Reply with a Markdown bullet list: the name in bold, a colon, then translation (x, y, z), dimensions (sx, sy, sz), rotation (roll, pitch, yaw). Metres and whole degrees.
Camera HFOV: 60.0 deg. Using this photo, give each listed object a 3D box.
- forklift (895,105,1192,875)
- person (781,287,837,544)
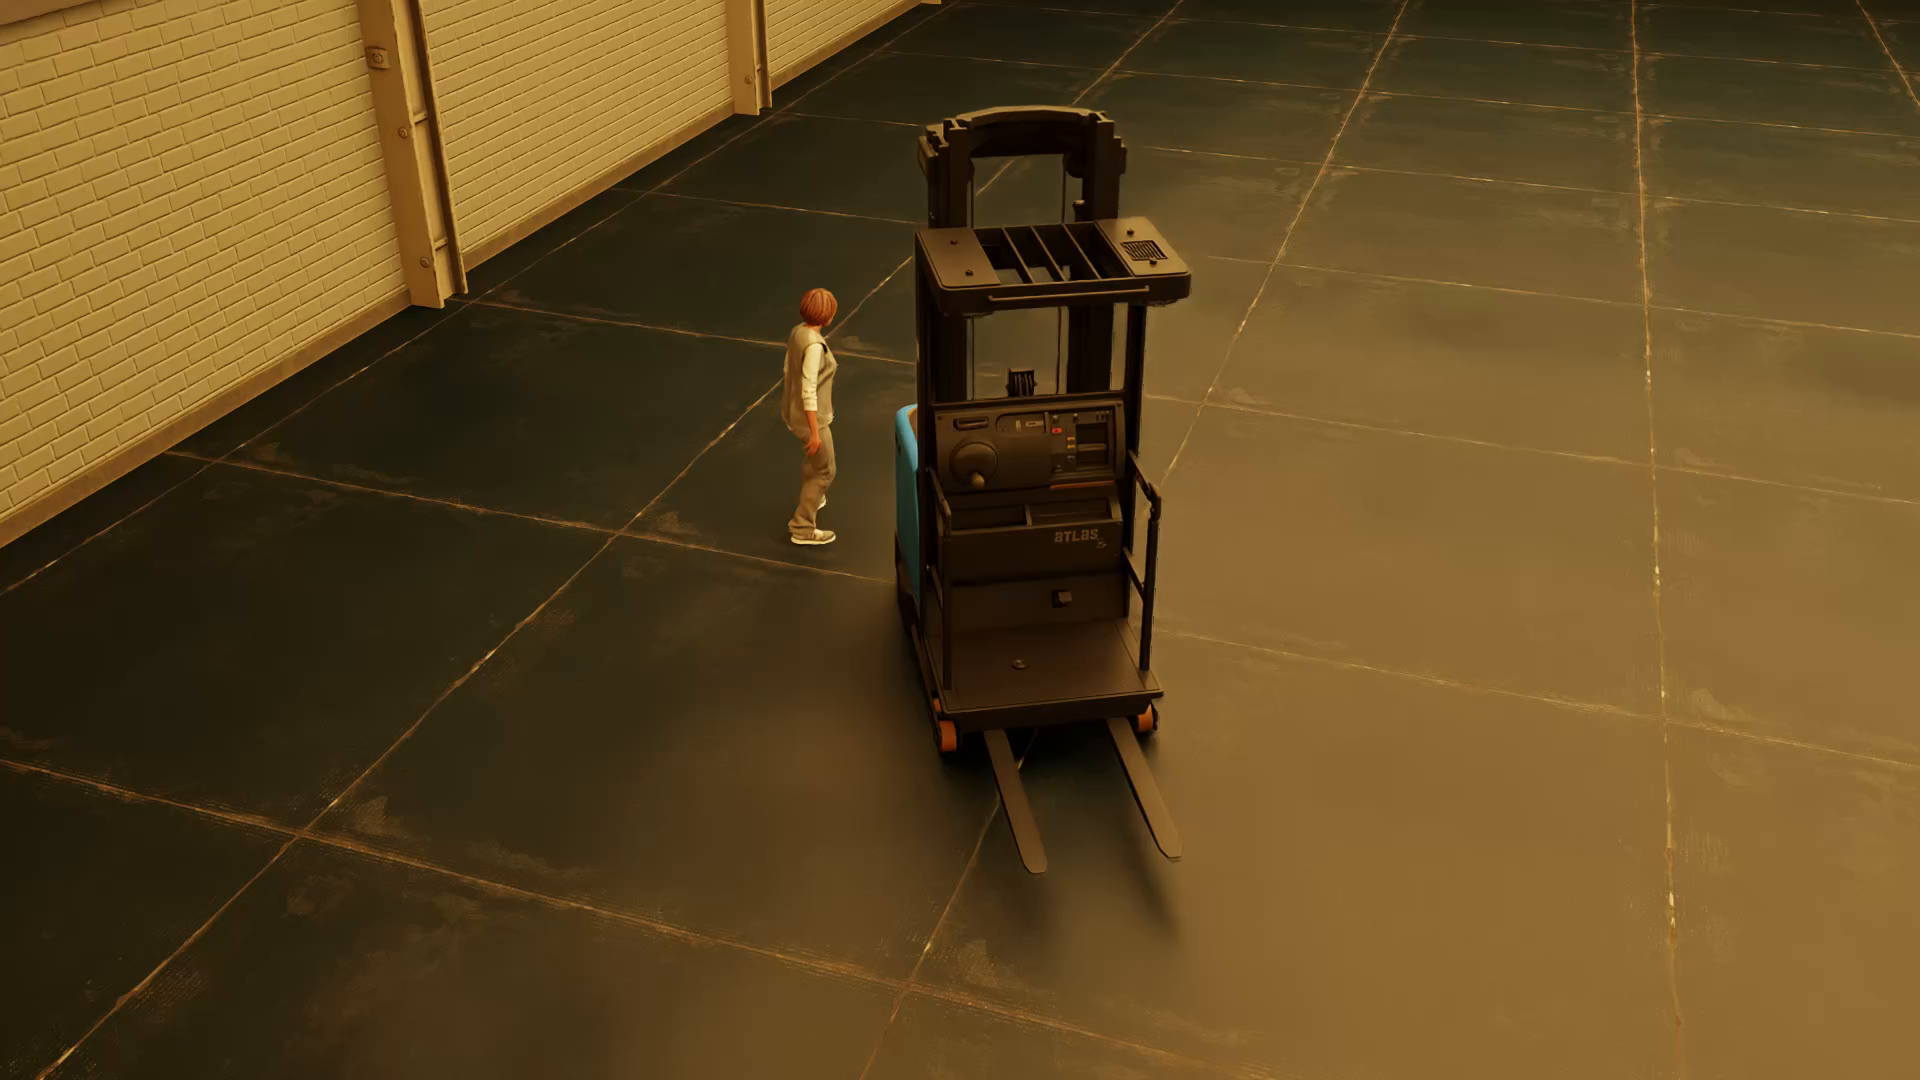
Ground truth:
- **forklift**: translation (0.380, -0.413, 7.862), dimensions (1.130, 2.935, 3.031), rotation (-5, 30, -8)
- **person**: translation (-0.888, -0.731, 9.815), dimensions (0.381, 1.566, 0.728), rotation (-10, 31, -17)
